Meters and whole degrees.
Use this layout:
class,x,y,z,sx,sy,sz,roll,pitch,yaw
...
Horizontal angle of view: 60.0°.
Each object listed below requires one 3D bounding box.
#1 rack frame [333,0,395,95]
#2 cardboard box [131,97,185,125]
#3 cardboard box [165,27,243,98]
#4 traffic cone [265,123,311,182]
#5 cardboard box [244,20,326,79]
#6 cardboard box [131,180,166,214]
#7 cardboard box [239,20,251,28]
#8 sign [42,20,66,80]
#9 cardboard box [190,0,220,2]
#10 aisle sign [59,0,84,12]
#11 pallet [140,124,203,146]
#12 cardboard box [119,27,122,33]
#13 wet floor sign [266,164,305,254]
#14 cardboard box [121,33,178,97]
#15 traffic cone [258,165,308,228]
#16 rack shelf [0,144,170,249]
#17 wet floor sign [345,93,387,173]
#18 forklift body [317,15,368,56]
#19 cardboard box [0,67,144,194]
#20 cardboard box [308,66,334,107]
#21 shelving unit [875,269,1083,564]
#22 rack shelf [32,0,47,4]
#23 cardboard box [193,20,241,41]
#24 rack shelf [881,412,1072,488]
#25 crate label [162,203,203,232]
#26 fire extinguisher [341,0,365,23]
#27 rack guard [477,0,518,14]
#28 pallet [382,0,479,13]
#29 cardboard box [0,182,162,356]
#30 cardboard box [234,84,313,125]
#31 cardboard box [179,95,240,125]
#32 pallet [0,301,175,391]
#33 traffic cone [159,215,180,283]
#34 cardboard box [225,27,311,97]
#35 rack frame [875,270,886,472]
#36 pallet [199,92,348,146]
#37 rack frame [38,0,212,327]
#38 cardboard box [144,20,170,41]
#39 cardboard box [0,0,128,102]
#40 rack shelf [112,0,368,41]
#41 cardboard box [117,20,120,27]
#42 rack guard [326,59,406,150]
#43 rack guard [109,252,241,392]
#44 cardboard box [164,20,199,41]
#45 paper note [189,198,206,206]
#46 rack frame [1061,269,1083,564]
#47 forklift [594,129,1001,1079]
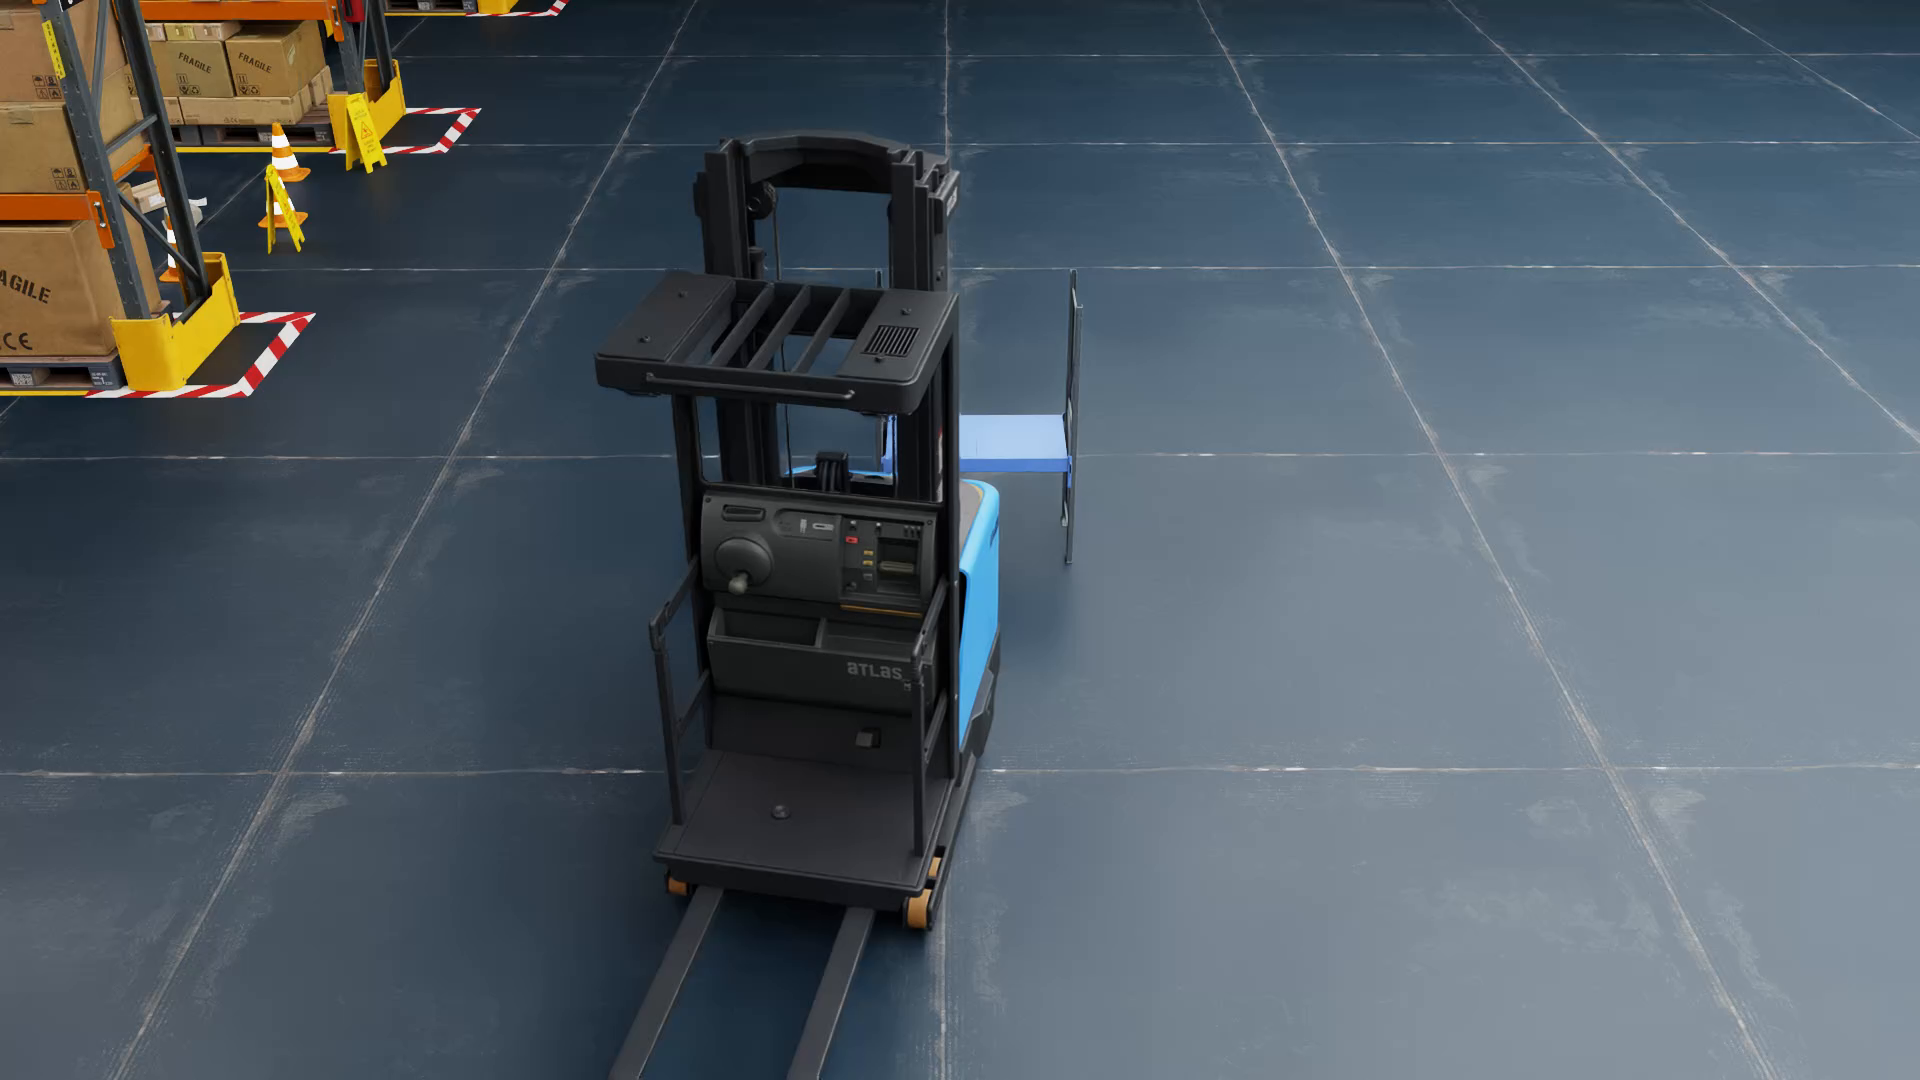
class,x,y,z,sx,sy,sz,roll,pitch,yaw
rack frame,-5.429,-5.123,14.802,0.127,3.000,1.000,0,31,0
cardboard box,-7.277,-3.983,15.169,0.500,0.250,0.500,-1,31,-2
cardboard box,-6.750,-4.307,14.979,0.500,0.500,0.500,1,31,2
traffic cone,-5.851,-3.368,14.355,0.334,0.463,0.336,0,31,0
cardboard box,-6.261,-4.588,15.443,0.500,0.500,0.500,-1,31,-2
cardboard box,-6.726,-2.852,13.808,0.250,0.149,0.380,16,35,25
cardboard box,-6.783,-4.584,15.437,0.500,0.500,0.500,-1,31,-2
sign,-5.308,-2.871,9.745,0.005,0.325,0.100,0,31,0
cardboard box,-6.568,-4.839,14.576,0.250,0.149,0.380,0,31,1
aisle sign,-5.225,-3.512,9.640,0.004,0.787,0.394,0,31,0
pallet,-7.534,-3.944,15.547,1.213,0.211,1.003,0,31,0
cardboard box,-7.783,-4.305,14.977,0.500,0.500,0.500,1,31,2
wet floor sign,-5.281,-2.576,12.874,0.232,0.644,0.267,-5,32,-9
cardboard box,-7.255,-4.309,14.983,0.500,0.500,0.500,-1,31,-1
traffic cone,-5.504,-2.793,13.408,0.334,0.463,0.336,0,31,0
rack shelf,-7.298,-2.242,10.747,4.000,0.370,1.077,0,31,0
wet floor sign,-5.232,-3.562,14.499,0.232,0.644,0.267,10,33,17
forklift body,-7.347,-6.383,17.696,1.214,2.155,2.313,0,31,0
cardboard box,-5.668,-2.595,10.491,0.550,0.550,0.875,0,31,0
cardboard box,-6.237,-4.268,15.639,0.500,0.250,0.500,0,31,-1
shelving unit,0.085,-0.641,8.861,1.048,1.500,0.538,0,31,0
rack shelf,-7.298,-3.524,9.969,4.000,0.370,1.077,0,31,0
cardboard box,-6.595,-4.551,14.757,0.250,0.149,0.380,1,31,1
rack shelf,0.085,-0.488,8.955,1.000,0.185,0.538,0,31,0
crate label,-6.290,-2.619,13.435,0.298,0.136,0.250,-17,35,-26
fire extinguisher,-5.311,-4.851,14.429,0.183,0.674,0.296,0,31,0
rack guard,-5.438,-6.629,19.694,0.348,0.500,1.175,0,31,0
pallet,-6.227,-6.482,19.729,1.213,0.211,1.003,0,31,0
cardboard box,-5.975,-1.791,10.953,0.875,0.875,0.875,0,31,0
cardboard box,-6.259,-3.985,15.172,0.500,0.250,0.500,0,31,-1
cardboard box,-6.753,-3.987,15.176,0.500,0.250,0.500,0,31,0
pallet,-6.097,-1.320,11.223,1.213,0.211,1.003,0,31,0
traffic cone,-5.837,-2.206,12.440,0.334,0.463,0.336,0,31,0
cardboard box,-6.228,-4.310,14.985,0.500,0.500,0.500,0,31,0
rack frame,-0.423,-0.640,8.859,0.032,1.500,0.500,0,31,0
pallet,-6.317,-3.946,15.551,1.213,0.211,1.003,0,31,0
rack frame,-5.298,-2.556,10.571,0.127,3.000,1.000,0,31,0
cardboard box,-7.110,-4.552,14.759,0.250,0.149,0.380,1,31,2
cardboard box,-5.669,-3.100,10.283,0.550,0.550,0.875,0,31,0
rack shelf,-7.428,-4.809,14.978,4.000,0.370,1.077,0,31,0
cardboard box,-7.820,-4.581,15.431,0.500,0.500,0.500,1,31,2
rack guard,-5.505,-4.054,15.450,0.348,0.500,1.175,0,31,0
rack guard,-5.274,-1.487,11.219,0.348,0.500,1.175,0,31,0
cardboard box,-6.846,-4.552,14.759,0.250,0.149,0.380,0,31,1
paper note,-6.362,-2.818,13.866,0.142,0.019,0.148,-11,33,-17
rack frame,0.594,-0.643,8.864,0.032,1.500,0.500,0,31,0
forklift,-0.592,0.099,6.262,1.130,2.935,3.031,6,32,9
